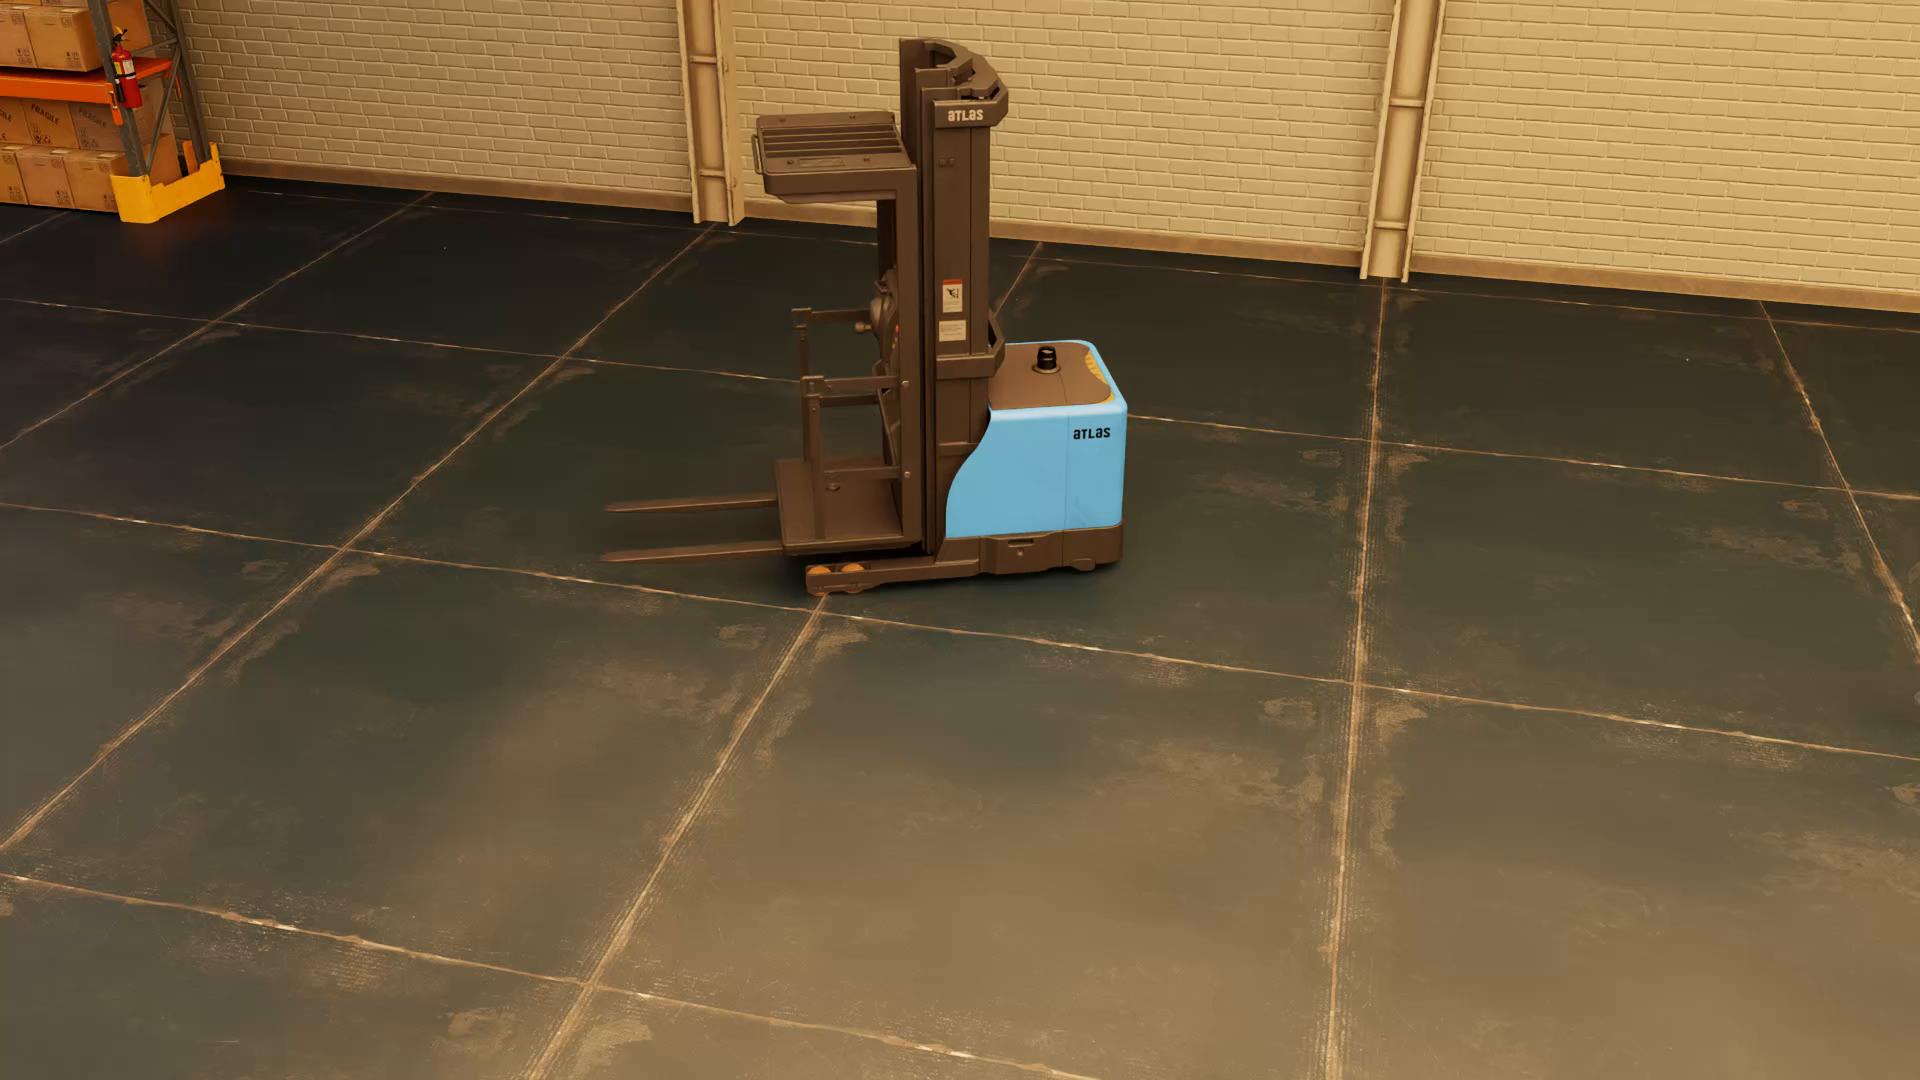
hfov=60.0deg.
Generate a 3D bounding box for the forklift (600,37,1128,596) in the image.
[{"bbox_3d":[-0.602,-1.232,9.345,3.031,2.935,1.130,-4,30,-7],"label":"forklift"}]
